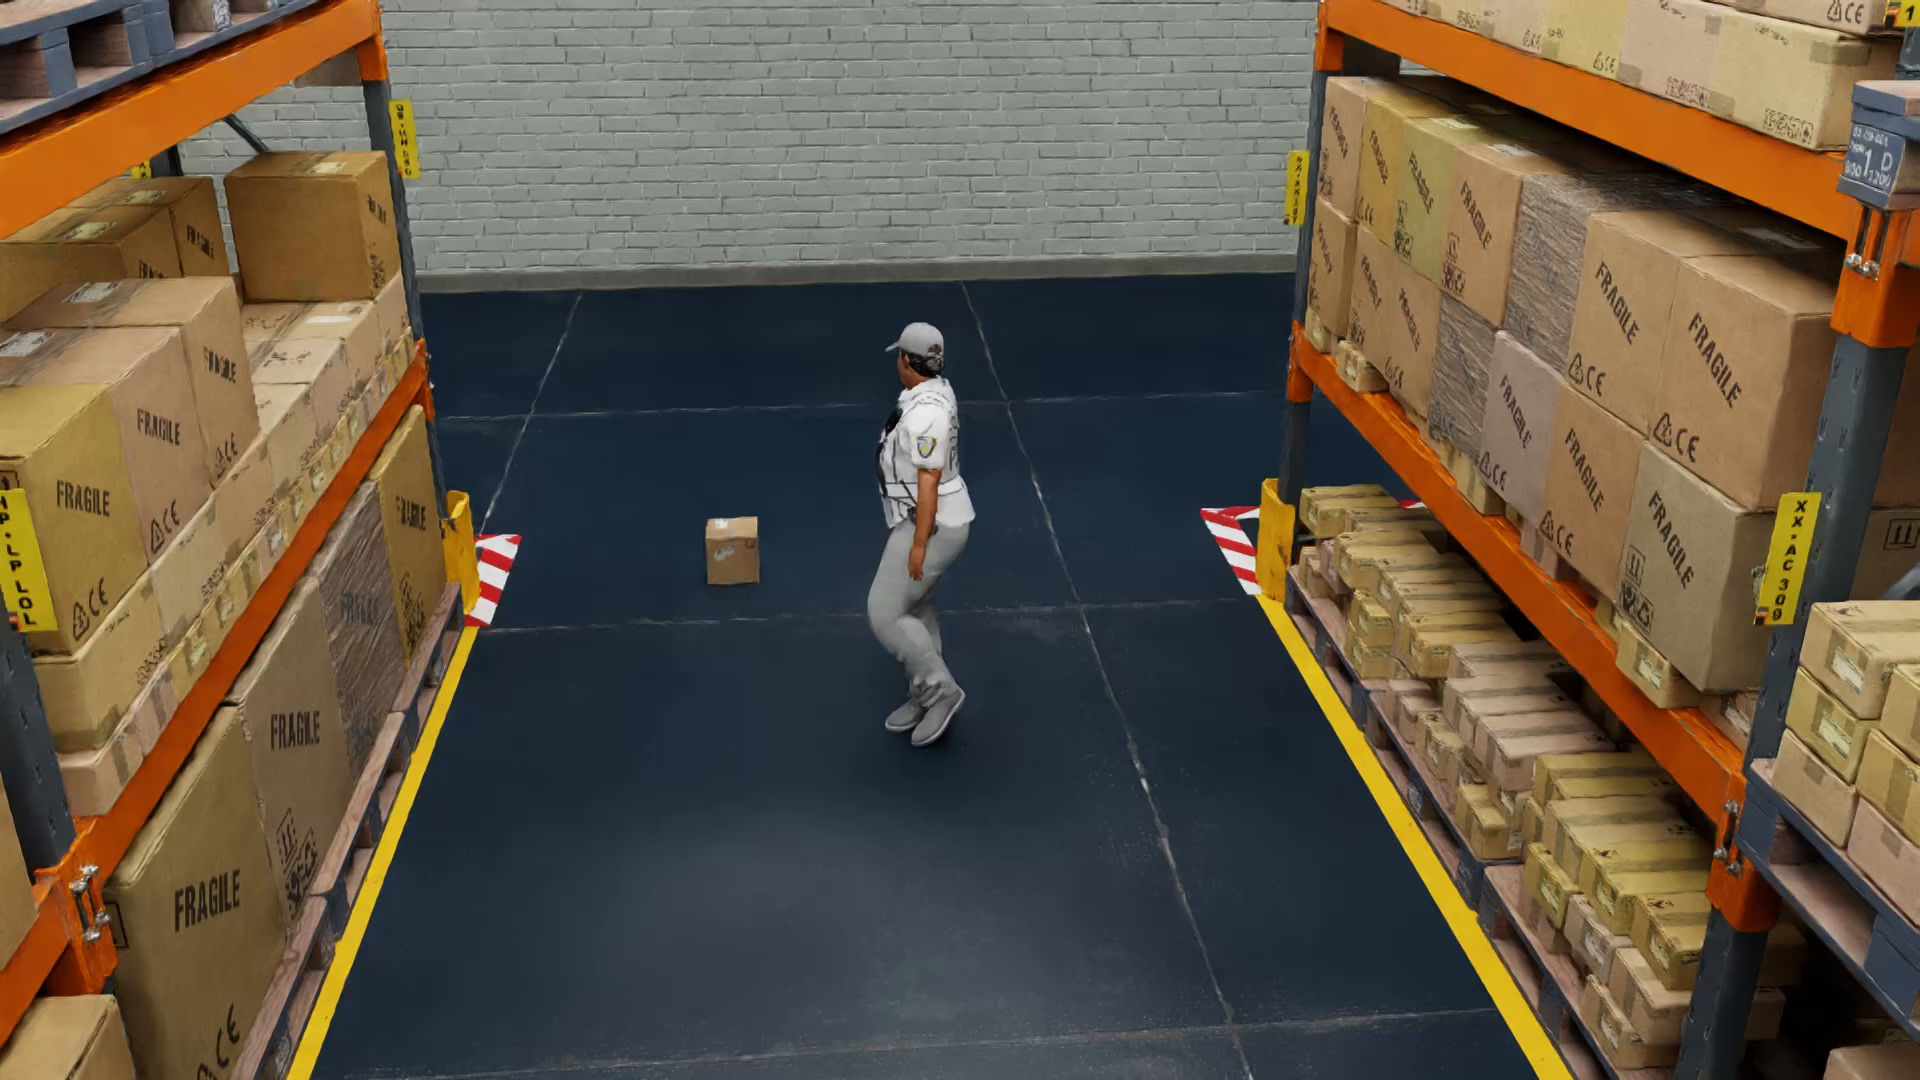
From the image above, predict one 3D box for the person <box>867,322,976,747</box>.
[{"bbox_3d":[-0.162,-0.024,6.677,0.448,1.656,0.660,-2,24,-5],"label":"person"}]
